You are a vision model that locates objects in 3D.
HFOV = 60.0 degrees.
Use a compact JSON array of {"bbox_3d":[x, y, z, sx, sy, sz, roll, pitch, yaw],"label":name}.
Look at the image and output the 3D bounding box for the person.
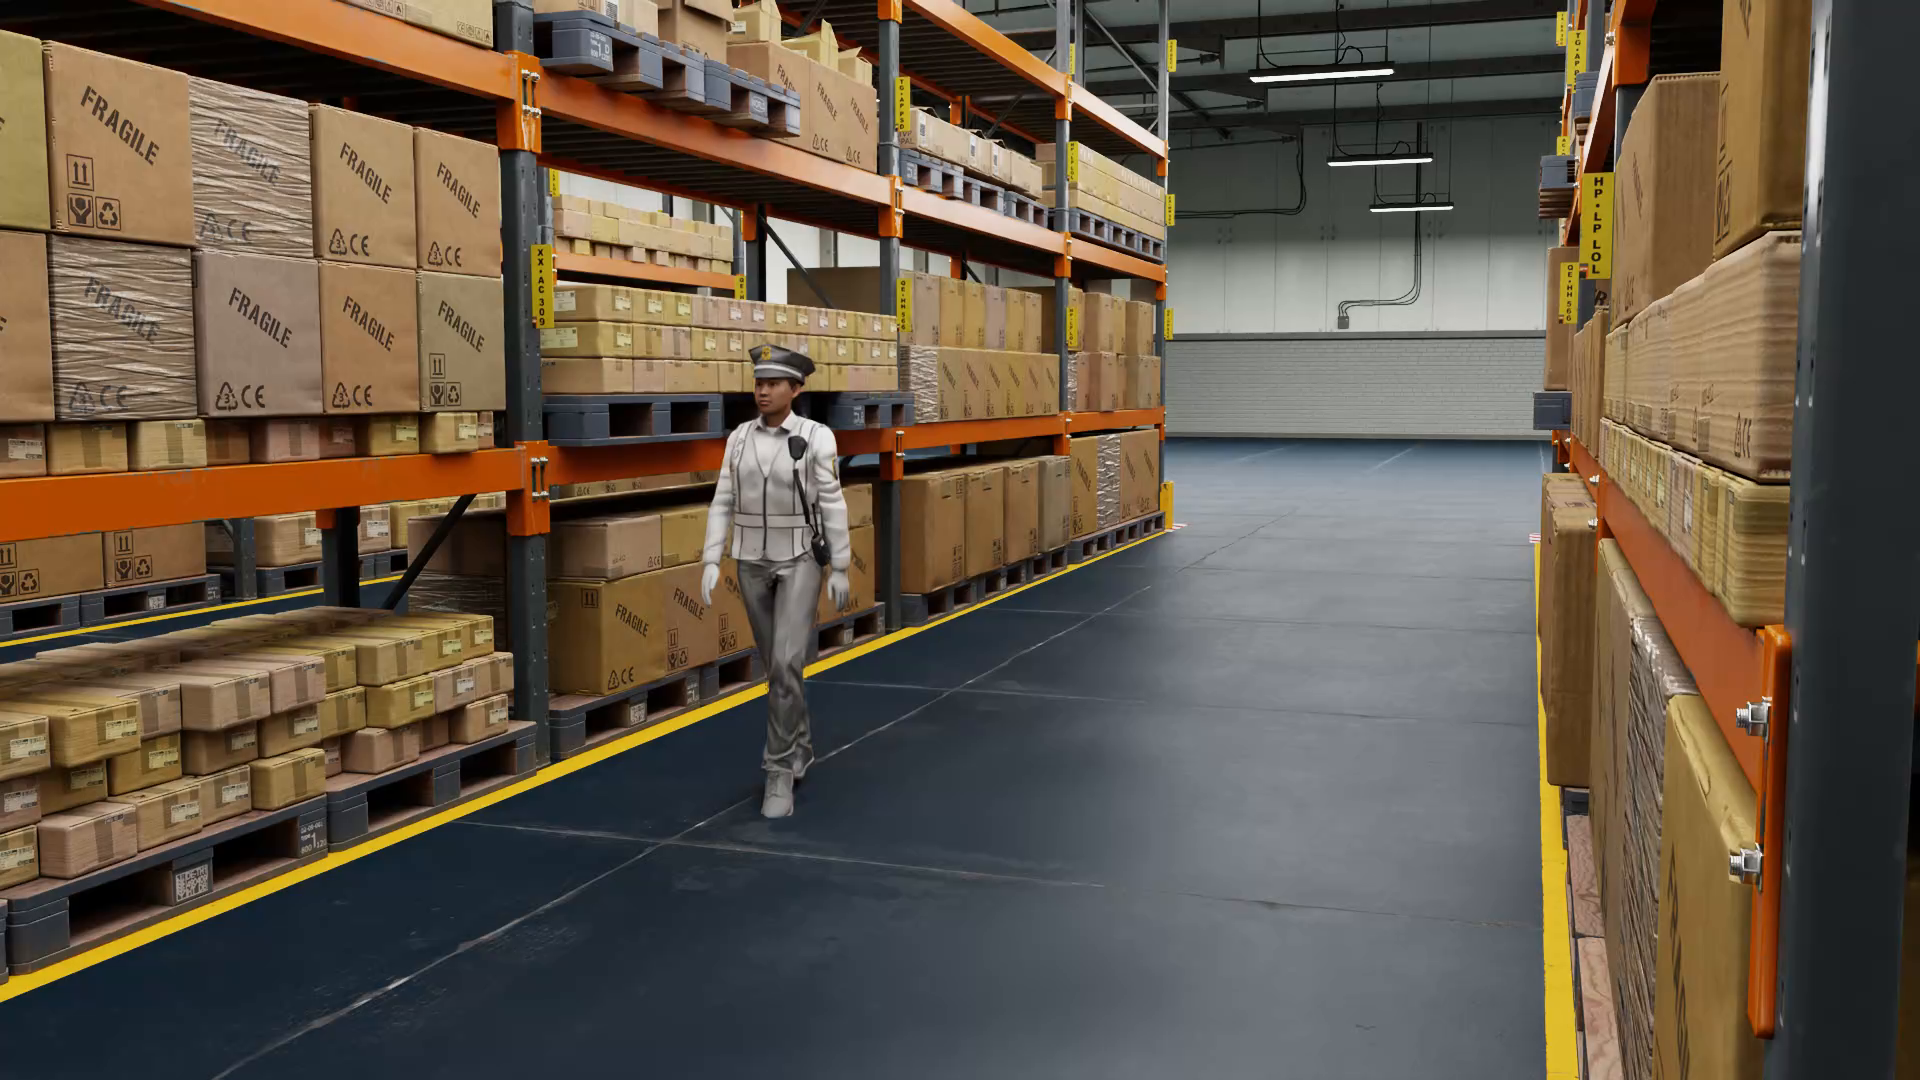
[{"bbox_3d":[-0.739,0.131,6.153,0.523,1.683,0.844,2,6,18],"label":"person"}]
